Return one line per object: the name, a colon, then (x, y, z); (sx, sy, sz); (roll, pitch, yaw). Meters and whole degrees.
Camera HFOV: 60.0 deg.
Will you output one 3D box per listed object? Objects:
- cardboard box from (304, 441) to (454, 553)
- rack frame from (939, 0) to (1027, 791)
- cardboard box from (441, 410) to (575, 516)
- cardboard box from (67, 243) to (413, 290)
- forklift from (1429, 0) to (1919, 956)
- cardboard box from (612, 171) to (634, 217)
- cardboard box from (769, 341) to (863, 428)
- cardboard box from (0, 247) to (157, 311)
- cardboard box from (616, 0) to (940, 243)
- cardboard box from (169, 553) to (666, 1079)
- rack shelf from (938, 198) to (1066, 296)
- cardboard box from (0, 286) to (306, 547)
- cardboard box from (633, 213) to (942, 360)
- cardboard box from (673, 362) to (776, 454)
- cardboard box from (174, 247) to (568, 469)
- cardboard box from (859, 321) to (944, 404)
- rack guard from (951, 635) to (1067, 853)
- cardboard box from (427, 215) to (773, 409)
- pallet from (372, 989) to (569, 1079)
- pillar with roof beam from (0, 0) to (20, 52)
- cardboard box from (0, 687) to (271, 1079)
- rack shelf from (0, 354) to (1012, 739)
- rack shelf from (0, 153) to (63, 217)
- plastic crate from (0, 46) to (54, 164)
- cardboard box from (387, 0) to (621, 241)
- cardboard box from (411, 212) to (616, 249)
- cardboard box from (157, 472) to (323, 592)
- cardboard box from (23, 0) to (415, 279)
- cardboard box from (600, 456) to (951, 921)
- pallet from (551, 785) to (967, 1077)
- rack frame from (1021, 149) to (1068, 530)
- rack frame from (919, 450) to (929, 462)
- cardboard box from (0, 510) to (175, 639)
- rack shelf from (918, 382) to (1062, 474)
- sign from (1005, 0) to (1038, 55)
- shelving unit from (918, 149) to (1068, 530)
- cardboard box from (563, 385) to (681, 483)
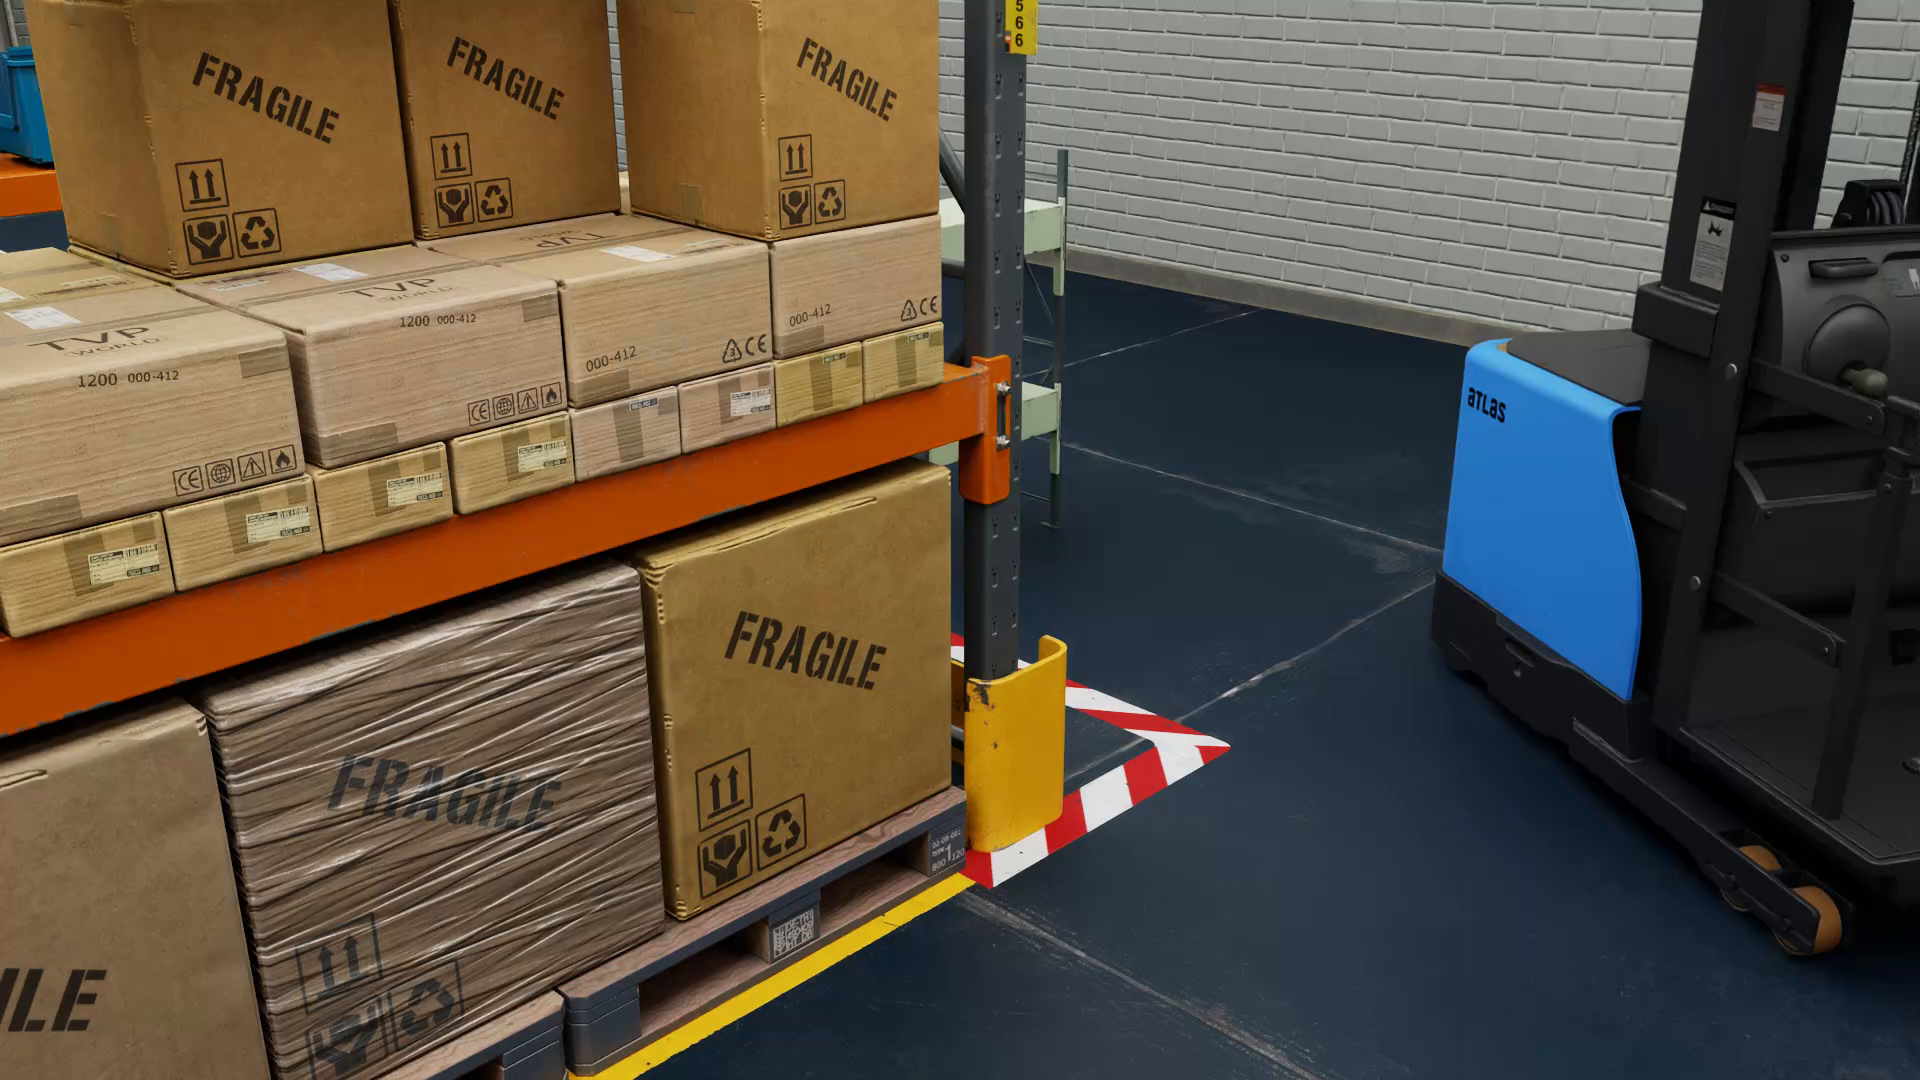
cardboard box: (-1.148, -0.123, 3.064); (0.380, 0.149, 0.250); (19, 28, 41)
rack frame: (-0.243, -0.744, 4.330); (1.000, 3.000, 0.127); (19, 28, 41)
cardboard box: (-0.967, -0.190, 3.238); (0.380, 0.149, 0.250); (18, 28, 39)
cardboard box: (-1.483, -0.494, 3.472); (0.500, 0.250, 0.500); (18, 27, 39)
forklift: (2.436, -0.526, 3.858); (1.130, 2.935, 3.031); (-5, 22, -14)
cardboard box: (-0.772, -0.757, 4.158); (0.500, 0.250, 0.500); (18, 28, 39)
cardboard box: (-0.436, -0.386, 3.747); (0.380, 0.149, 0.250); (20, 28, 41)
cardboard box: (-1.843, -0.358, 3.120); (0.500, 0.250, 0.500); (19, 28, 40)
cardboard box: (-0.395, -0.972, 3.672); (0.500, 0.500, 0.500); (20, 29, 41)
cardboard box: (-1.267, 0.470, 3.547); (0.875, 0.875, 0.875); (19, 28, 41)
rack shelf: (-0.005, -1.063, 6.161); (0.431, 0.370, 0.720); (19, 28, 41)
cardboard box: (-1.461, -0.226, 2.776); (0.500, 0.250, 0.500); (19, 28, 41)
cardboard box: (-0.391, -0.622, 3.806); (0.500, 0.250, 0.500); (19, 28, 40)
cardboard box: (-0.613, -0.321, 3.579); (0.380, 0.149, 0.250); (19, 28, 41)
cardboard box: (-1.100, -0.361, 3.127); (0.500, 0.250, 0.500); (18, 27, 39)
cardboard box: (-0.256, -0.453, 3.922); (0.250, 0.149, 0.380); (-20, 28, -41)
rack guard: (-0.227, 0.417, 4.794); (1.175, 0.500, 0.348); (19, 28, 41)
cardboard box: (-0.746, -0.492, 3.467); (0.500, 0.250, 0.500); (19, 28, 40)
pallet: (-1.596, 1.095, 3.432); (1.003, 0.211, 1.213); (19, 28, 41)
pillar with roof beam: (-6.542, -7.097, 12.495); (9.100, 9.000, 0.400); (19, 28, 41)
cardboard box: (-1.888, 0.699, 2.952); (0.875, 0.875, 0.875); (19, 28, 41)
rack shelf: (-1.638, 0.106, 3.121); (1.077, 0.370, 4.000); (19, 28, 41)
rack shelf: (-5.187, -1.134, 6.346); (1.077, 0.370, 4.000); (19, 28, 41)
plastic crate: (-3.892, -1.895, 7.192); (0.616, 0.435, 0.499); (19, 28, 41)
cardboard box: (-1.120, -0.979, 3.689); (0.500, 0.500, 0.500); (18, 28, 39)
cardboard box: (-1.129, -0.622, 3.806); (0.500, 0.250, 0.500); (19, 28, 40)
cardboard box: (-1.322, -0.060, 2.900); (0.250, 0.149, 0.380); (-19, 28, -41)
cardboard box: (-1.477, -0.844, 3.339); (0.500, 0.500, 0.500); (18, 28, 39)
cardboard box: (-0.632, 0.236, 4.155); (0.875, 0.875, 0.875); (19, 28, 41)
pallet: (-0.745, 0.783, 4.244); (1.003, 0.211, 1.213); (19, 28, 41)
rack frame: (0.251, -0.792, 6.546); (0.400, 1.500, 0.023); (19, 28, 41)
rack frame: (-0.260, -0.604, 6.056); (0.400, 1.500, 0.023); (19, 28, 41)
cardboard box: (-1.503, 0.007, 2.724); (0.380, 0.149, 0.250); (18, 28, 39)
rack shelf: (-0.005, -0.394, 6.418); (0.431, 0.370, 0.720); (19, 28, 41)
sign: (0.136, -1.256, 3.717); (0.100, 0.325, 0.005); (19, 28, 41)
shelving unit: (-0.005, -0.698, 6.301); (0.431, 1.500, 0.755); (19, 28, 41)
cardboard box: (-0.787, -0.257, 3.413); (0.250, 0.149, 0.380); (-20, 28, -41)
